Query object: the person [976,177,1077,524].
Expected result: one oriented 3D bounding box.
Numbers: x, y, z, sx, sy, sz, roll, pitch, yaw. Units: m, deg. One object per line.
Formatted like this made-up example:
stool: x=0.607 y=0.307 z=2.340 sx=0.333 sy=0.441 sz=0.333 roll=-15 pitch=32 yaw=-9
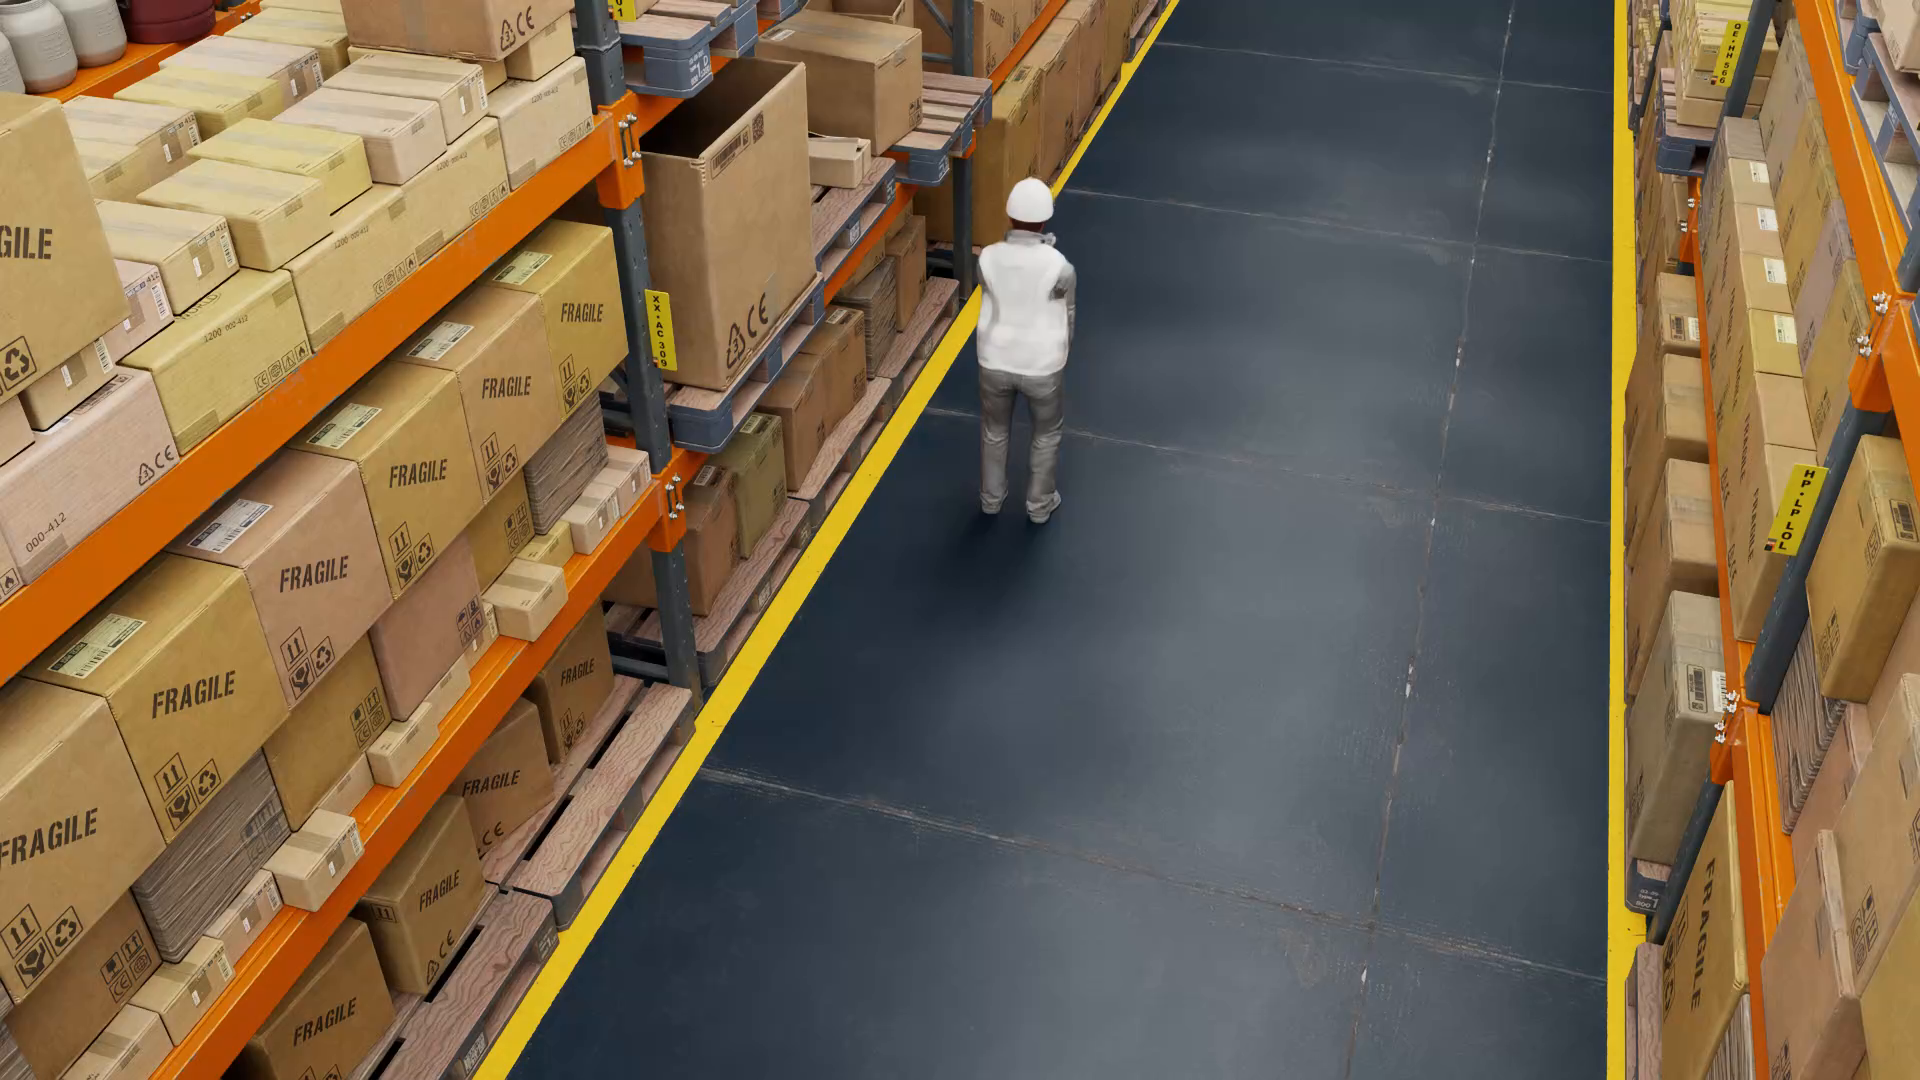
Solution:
person: x=0.313 y=-0.923 z=8.123 sx=0.484 sy=1.756 sz=0.582 roll=10 pitch=38 yaw=13
